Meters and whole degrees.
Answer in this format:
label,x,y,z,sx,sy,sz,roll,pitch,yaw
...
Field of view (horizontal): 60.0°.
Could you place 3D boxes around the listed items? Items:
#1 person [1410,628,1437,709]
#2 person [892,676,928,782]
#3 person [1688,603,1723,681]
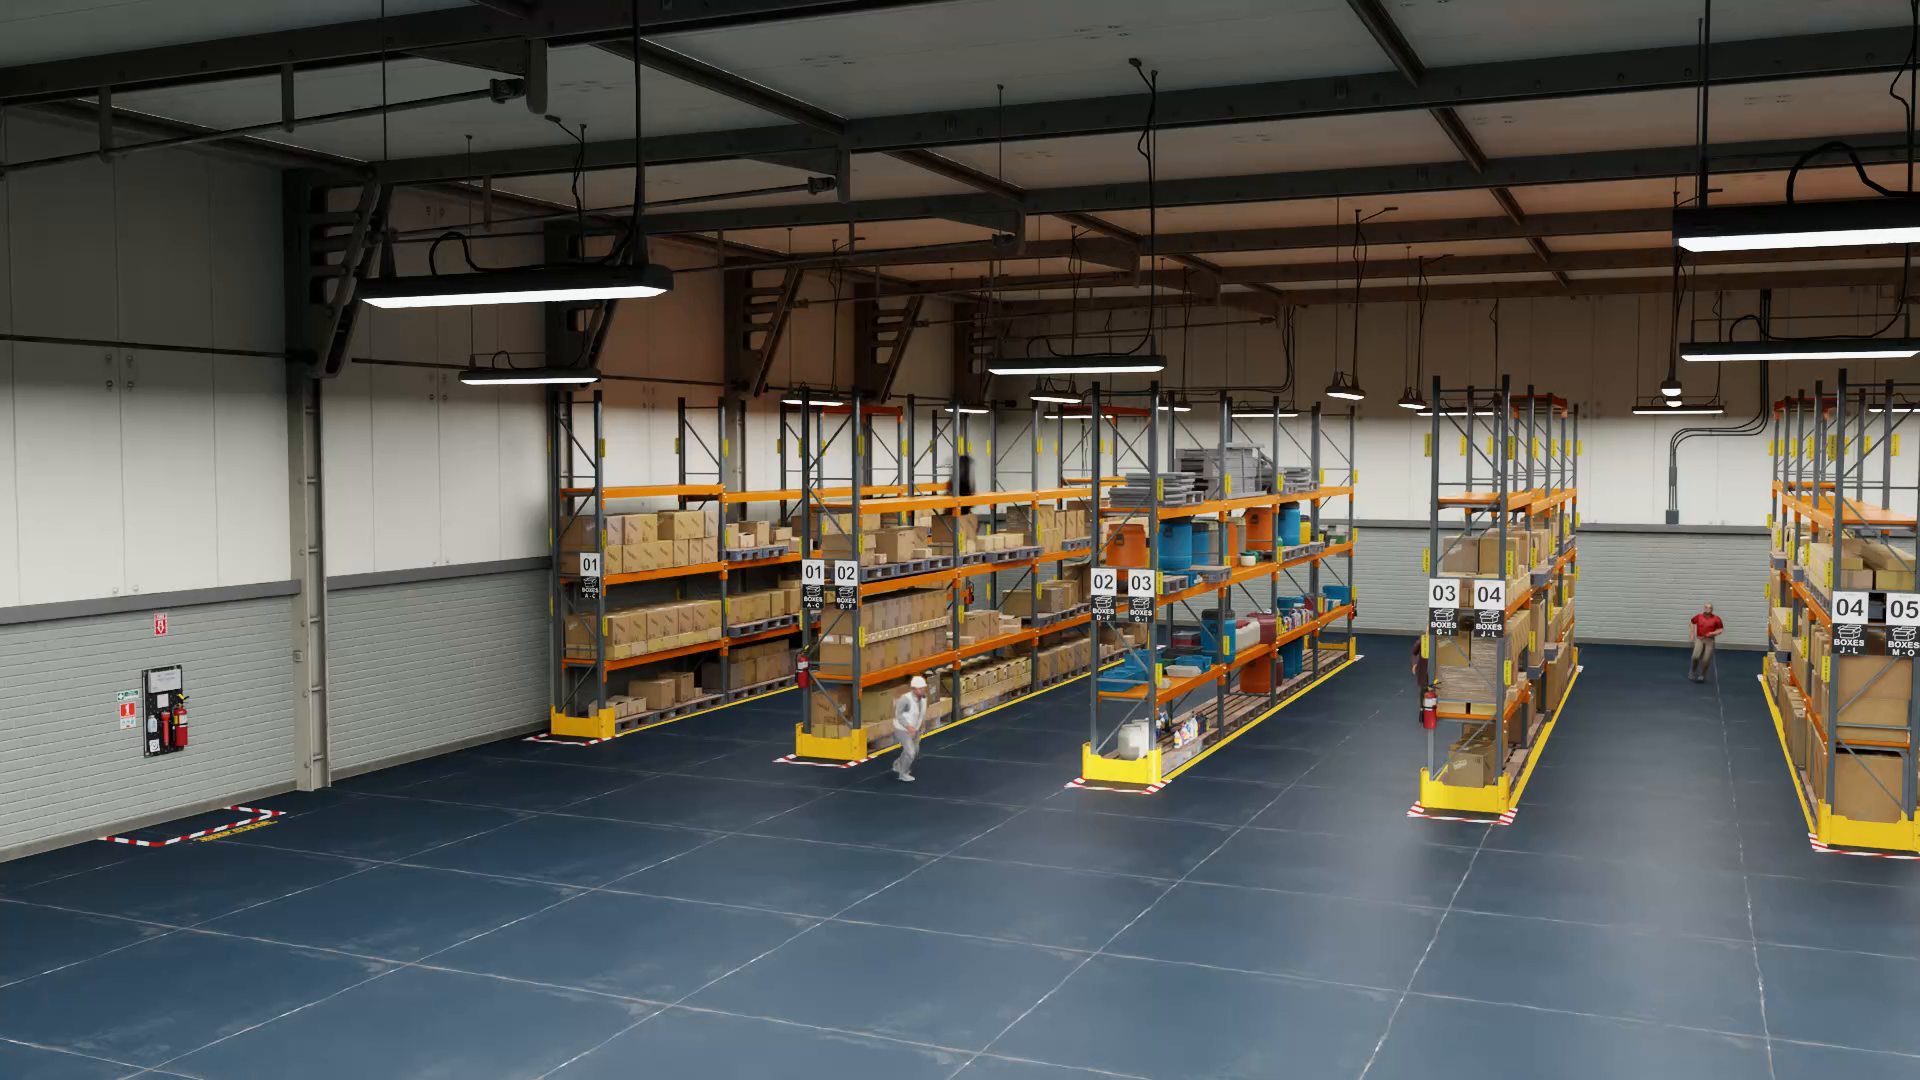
label,x,y,z,sx,sy,sz,roll,pitch,yaw
person,8.717,2.453,30.810,0.726,1.734,0.721,1,3,12
person,-0.771,2.811,24.942,0.903,1.627,0.668,3,4,40
person,15.938,2.191,35.539,0.673,1.677,0.591,2,3,25
